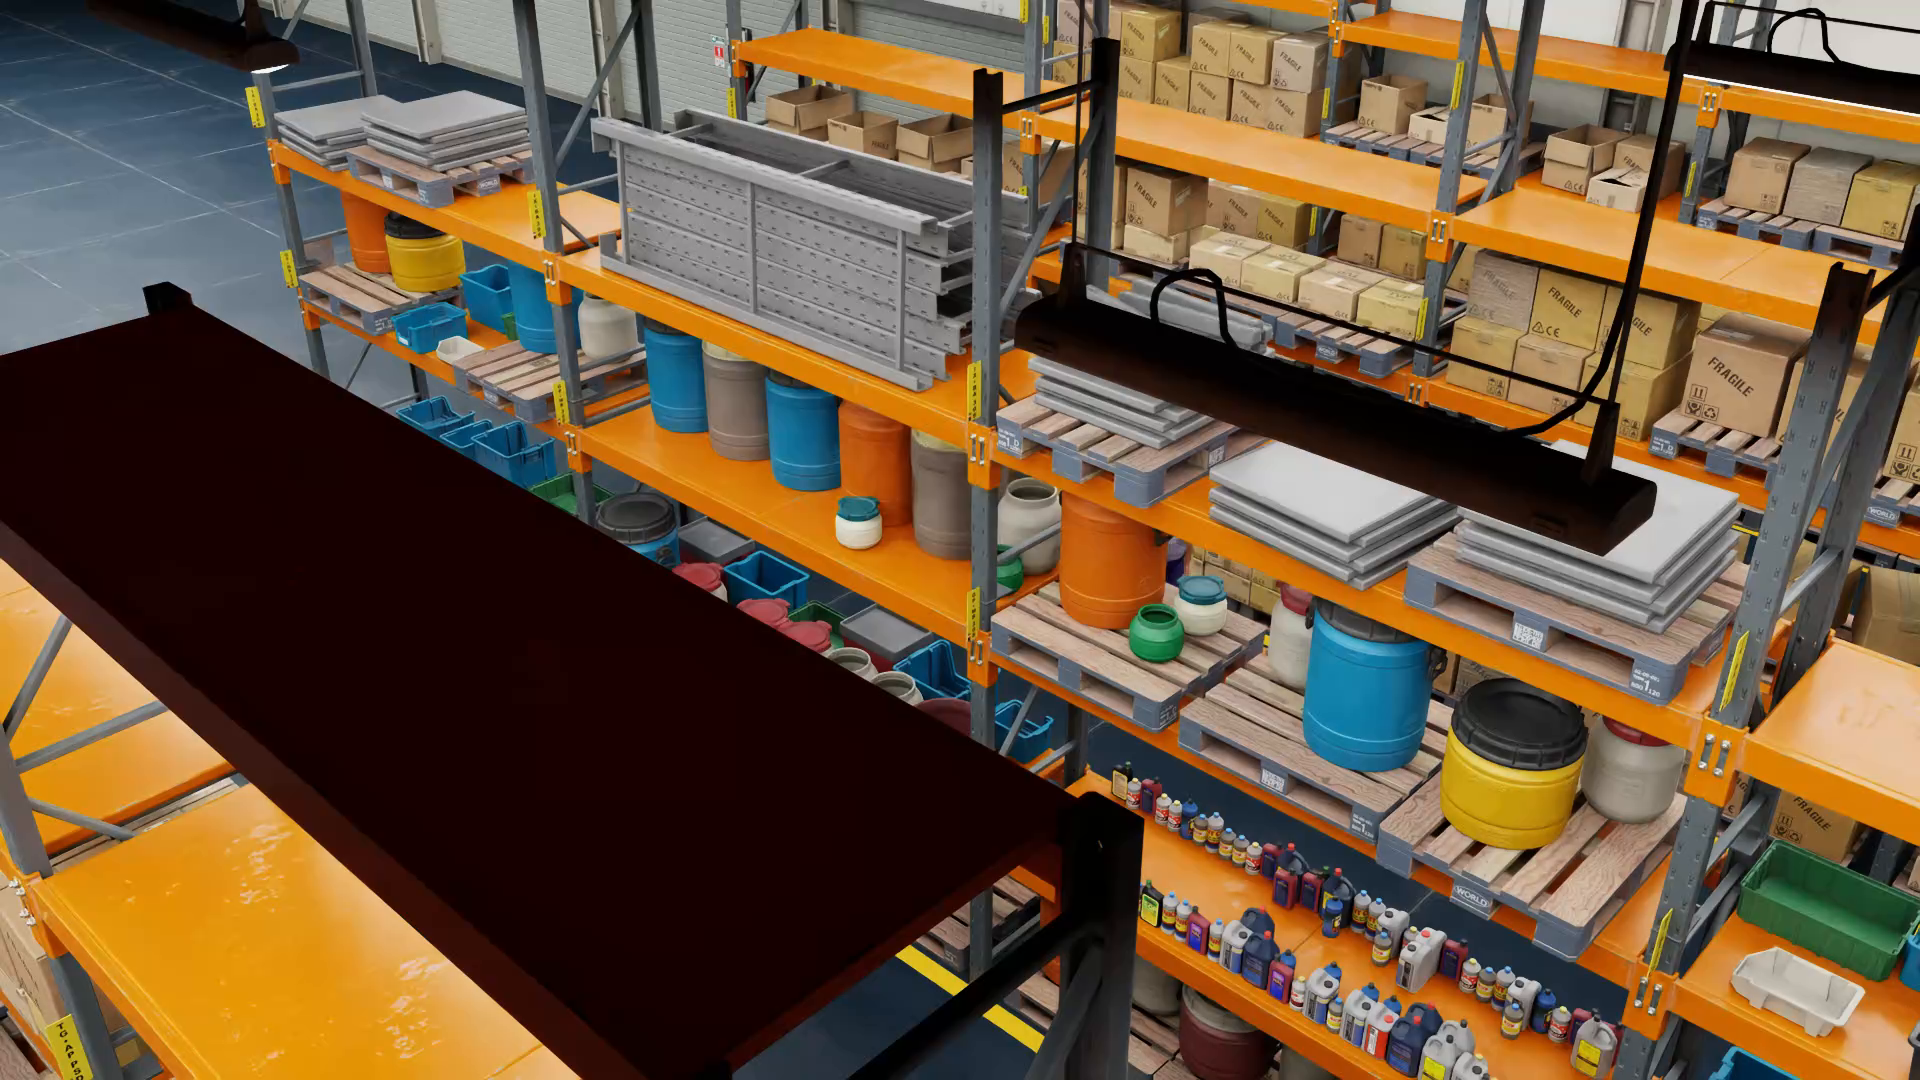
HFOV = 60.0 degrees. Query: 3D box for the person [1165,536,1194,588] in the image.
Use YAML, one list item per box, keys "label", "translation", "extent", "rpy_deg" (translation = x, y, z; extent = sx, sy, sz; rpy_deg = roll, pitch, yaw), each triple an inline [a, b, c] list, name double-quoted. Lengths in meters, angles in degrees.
- label: "person"
  translation: [1.672, 0.207, 13.824]
  extent: [0.538, 1.621, 0.439]
  rpy_deg: [-17, 33, -27]
